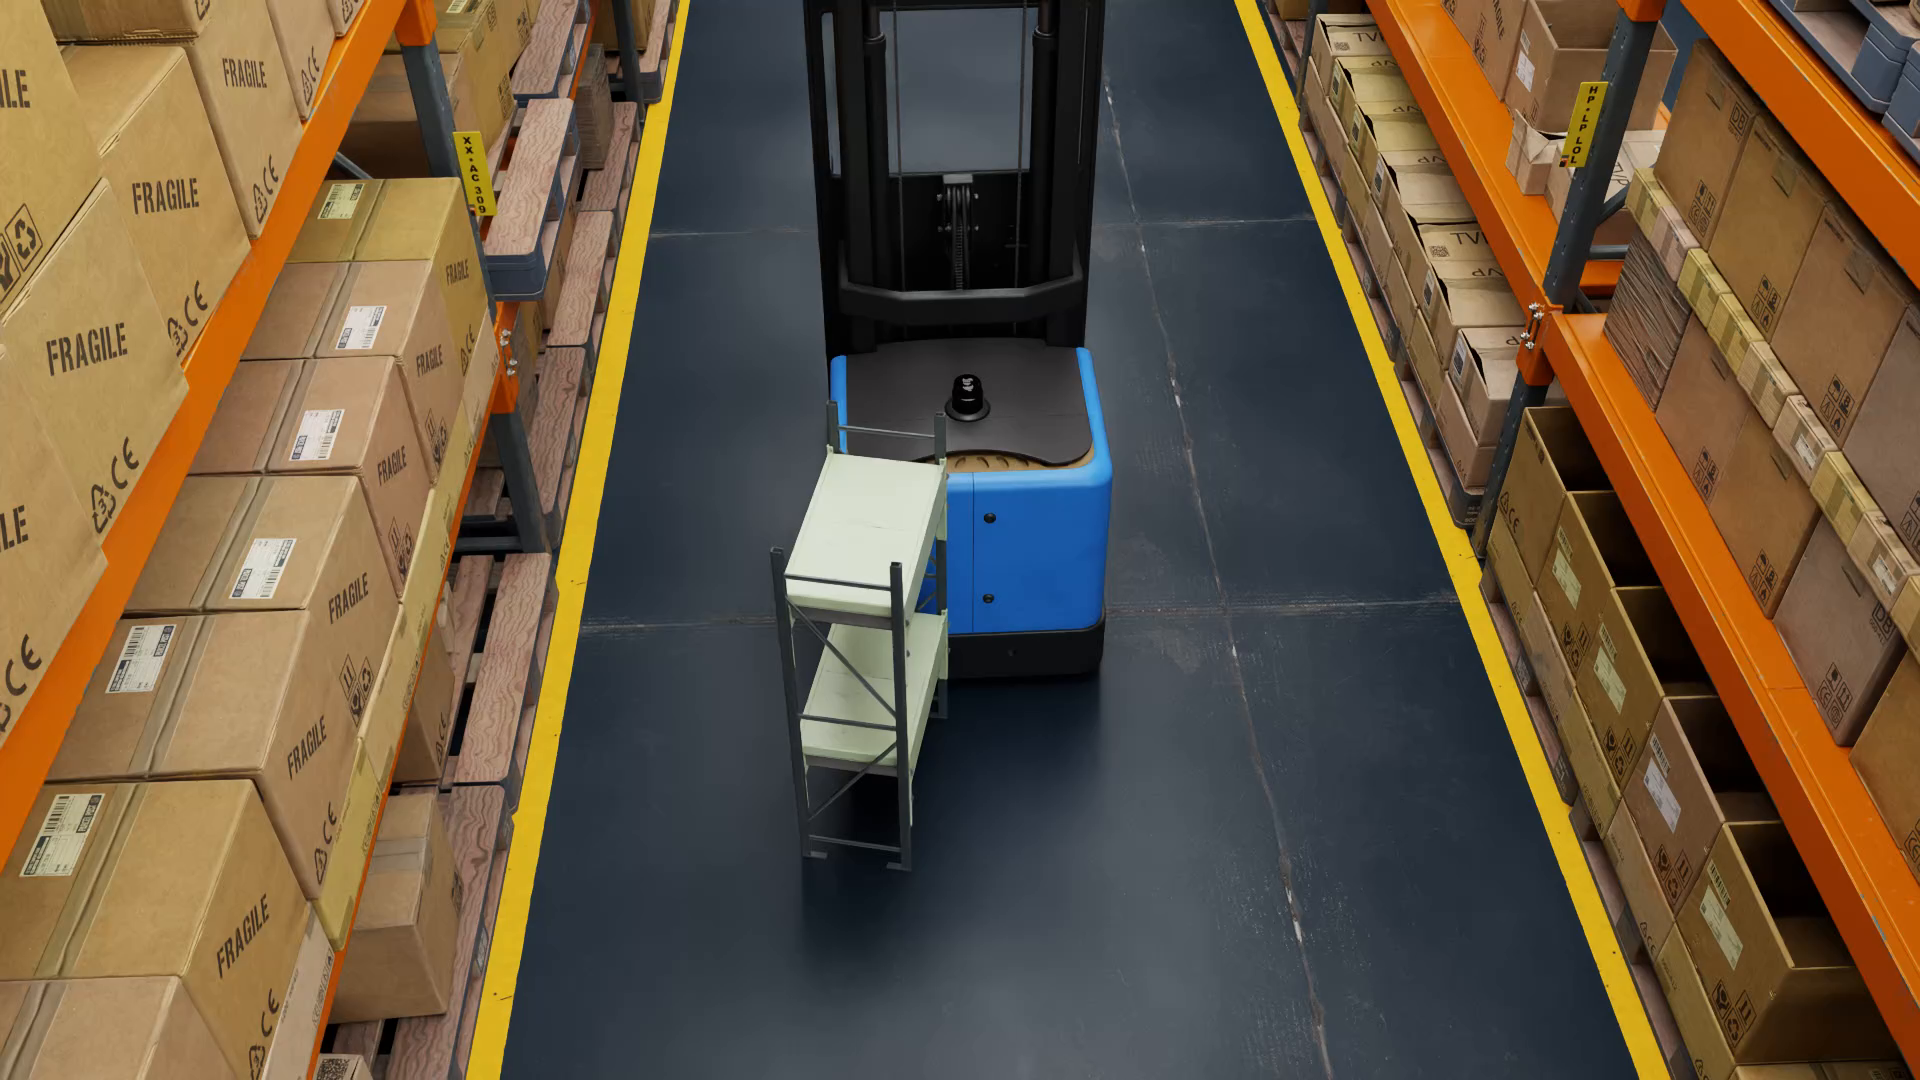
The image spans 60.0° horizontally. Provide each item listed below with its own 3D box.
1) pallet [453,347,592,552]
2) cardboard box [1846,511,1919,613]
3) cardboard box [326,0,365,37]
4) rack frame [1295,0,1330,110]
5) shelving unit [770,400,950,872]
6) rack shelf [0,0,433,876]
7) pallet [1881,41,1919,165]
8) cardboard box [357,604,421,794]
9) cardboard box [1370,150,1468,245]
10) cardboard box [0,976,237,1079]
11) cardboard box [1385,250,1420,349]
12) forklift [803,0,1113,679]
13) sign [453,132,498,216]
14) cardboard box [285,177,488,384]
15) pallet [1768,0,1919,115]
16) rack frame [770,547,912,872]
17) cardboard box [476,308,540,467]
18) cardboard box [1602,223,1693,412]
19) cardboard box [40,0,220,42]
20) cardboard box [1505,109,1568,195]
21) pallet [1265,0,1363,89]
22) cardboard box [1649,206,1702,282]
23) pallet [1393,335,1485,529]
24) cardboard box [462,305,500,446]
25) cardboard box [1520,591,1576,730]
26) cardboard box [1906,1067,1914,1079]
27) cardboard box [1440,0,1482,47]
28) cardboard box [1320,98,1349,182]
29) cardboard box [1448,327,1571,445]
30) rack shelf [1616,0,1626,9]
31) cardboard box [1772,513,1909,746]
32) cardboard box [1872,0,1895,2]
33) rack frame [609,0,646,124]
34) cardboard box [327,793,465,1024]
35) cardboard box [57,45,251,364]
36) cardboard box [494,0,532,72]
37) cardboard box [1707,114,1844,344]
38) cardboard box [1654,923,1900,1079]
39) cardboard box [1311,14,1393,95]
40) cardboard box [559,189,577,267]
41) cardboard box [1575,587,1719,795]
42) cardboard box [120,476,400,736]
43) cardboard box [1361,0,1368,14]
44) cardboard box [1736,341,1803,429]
[{"bbox_3d":[-2.261,-0.427,7.559,1.003,0.211,1.213,-2,43,-2],"label":"pallet"},{"bbox_3d":[2.618,0.051,4.420,0.380,0.149,0.250,-2,43,-2],"label":"cardboard box"},{"bbox_3d":[-1.958,-1.744,4.624,0.500,0.500,0.500,-1,43,-1],"label":"cardboard box"},{"bbox_3d":[2.553,-3.774,9.148,1.000,3.000,0.127,-2,43,-2],"label":"rack frame"},{"bbox_3d":[-0.309,0.361,5.747,0.431,1.500,0.755,7,43,7],"label":"shelving unit"},{"bbox_3d":[-2.142,-0.419,3.800,1.077,0.370,4.000,-2,43,-2],"label":"rack shelf"},{"bbox_3d":[2.833,-0.750,3.694,1.003,0.211,1.213,-2,43,-2],"label":"pallet"},{"bbox_3d":[-1.831,0.445,4.641,0.500,0.250,0.500,-1,43,-1],"label":"cardboard box"},{"bbox_3d":[2.354,-1.714,8.209,0.500,0.311,0.500,-2,43,-2],"label":"cardboard box"},{"bbox_3d":[-1.777,1.212,3.249,0.500,0.500,0.500,-2,43,-2],"label":"cardboard box"},{"bbox_3d":[2.373,-1.173,8.034,0.500,0.250,0.500,-1,43,-1],"label":"cardboard box"},{"bbox_3d":[-0.035,-1.505,6.723,1.130,2.935,3.031,-2,43,-2],"label":"forklift"},{"bbox_3d":[-1.685,-1.269,5.774,0.100,0.325,0.005,-2,43,-2],"label":"sign"},{"bbox_3d":[-1.897,-0.847,5.496,0.500,0.500,0.500,-2,43,-2],"label":"cardboard box"},{"bbox_3d":[2.785,-1.572,4.590,1.003,0.211,1.213,-2,43,-2],"label":"pallet"},{"bbox_3d":[-0.371,0.604,5.481,0.400,1.500,0.023,7,43,7],"label":"rack frame"},{"bbox_3d":[-2.274,-0.666,7.281,0.700,0.500,0.500,0,43,0],"label":"cardboard box"},{"bbox_3d":[2.748,-0.811,5.841,0.700,0.500,0.500,-3,43,-3],"label":"cardboard box"},{"bbox_3d":[-1.868,-1.395,3.504,0.500,0.500,0.500,-3,43,-3],"label":"cardboard box"},{"bbox_3d":[2.502,-1.612,6.889,0.396,0.266,0.258,-3,43,-3],"label":"cardboard box"},{"bbox_3d":[2.559,-3.251,10.641,1.003,0.211,1.213,-2,43,-2],"label":"pallet"},{"bbox_3d":[2.551,-0.993,5.560,0.380,0.149,0.250,-1,43,-1],"label":"cardboard box"},{"bbox_3d":[2.652,-0.542,7.685,1.003,0.211,1.213,-2,43,-2],"label":"pallet"},{"bbox_3d":[-1.904,-0.570,5.748,0.500,0.250,0.500,-2,43,-2],"label":"cardboard box"},{"bbox_3d":[2.455,0.445,6.269,0.500,0.250,0.500,-2,43,-2],"label":"cardboard box"},{"bbox_3d":[3.067,1.780,4.813,0.500,0.250,0.500,-2,43,-2],"label":"cardboard box"},{"bbox_3d":[2.640,-2.679,7.878,0.500,0.500,0.500,-4,43,-4],"label":"cardboard box"},{"bbox_3d":[2.304,-2.214,9.170,0.500,0.250,0.500,-3,43,-3],"label":"cardboard box"},{"bbox_3d":[2.419,-0.687,7.089,0.500,0.311,0.500,-2,43,-2],"label":"cardboard box"},{"bbox_3d":[2.638,-3.264,6.904,1.077,0.370,4.000,-2,43,-2],"label":"rack shelf"},{"bbox_3d":[2.817,0.229,4.706,0.700,0.500,0.500,0,43,-1],"label":"cardboard box"},{"bbox_3d":[2.503,-1.641,4.252,0.500,0.311,0.500,-4,43,-4],"label":"cardboard box"},{"bbox_3d":[-2.396,-3.629,8.990,1.000,3.000,0.127,-2,43,-2],"label":"rack frame"},{"bbox_3d":[-2.002,1.179,5.268,0.700,0.500,0.500,-4,43,-4],"label":"cardboard box"},{"bbox_3d":[-1.878,-0.687,3.471,0.500,0.500,0.500,1,43,1],"label":"cardboard box"},{"bbox_3d":[-2.290,-2.294,7.133,0.700,0.500,0.500,4,43,4],"label":"cardboard box"},{"bbox_3d":[2.770,-0.948,5.031,0.700,0.500,0.500,-2,43,-2],"label":"cardboard box"},{"bbox_3d":[2.518,1.457,5.164,0.500,0.250,0.500,-2,43,-2],"label":"cardboard box"},{"bbox_3d":[2.281,-2.760,9.350,0.500,0.311,0.500,0,43,0],"label":"cardboard box"},{"bbox_3d":[-2.359,-1.700,8.409,0.700,0.500,0.500,-2,43,-2],"label":"cardboard box"},{"bbox_3d":[2.472,0.506,5.647,0.500,0.500,0.500,-2,43,-2],"label":"cardboard box"},{"bbox_3d":[-1.837,0.181,4.374,0.500,0.500,0.500,0,43,0],"label":"cardboard box"},{"bbox_3d":[2.791,-3.684,10.573,0.500,0.500,0.500,-3,43,-3],"label":"cardboard box"},{"bbox_3d":[2.585,-0.473,4.992,0.380,0.149,0.250,-3,43,-3],"label":"cardboard box"}]
